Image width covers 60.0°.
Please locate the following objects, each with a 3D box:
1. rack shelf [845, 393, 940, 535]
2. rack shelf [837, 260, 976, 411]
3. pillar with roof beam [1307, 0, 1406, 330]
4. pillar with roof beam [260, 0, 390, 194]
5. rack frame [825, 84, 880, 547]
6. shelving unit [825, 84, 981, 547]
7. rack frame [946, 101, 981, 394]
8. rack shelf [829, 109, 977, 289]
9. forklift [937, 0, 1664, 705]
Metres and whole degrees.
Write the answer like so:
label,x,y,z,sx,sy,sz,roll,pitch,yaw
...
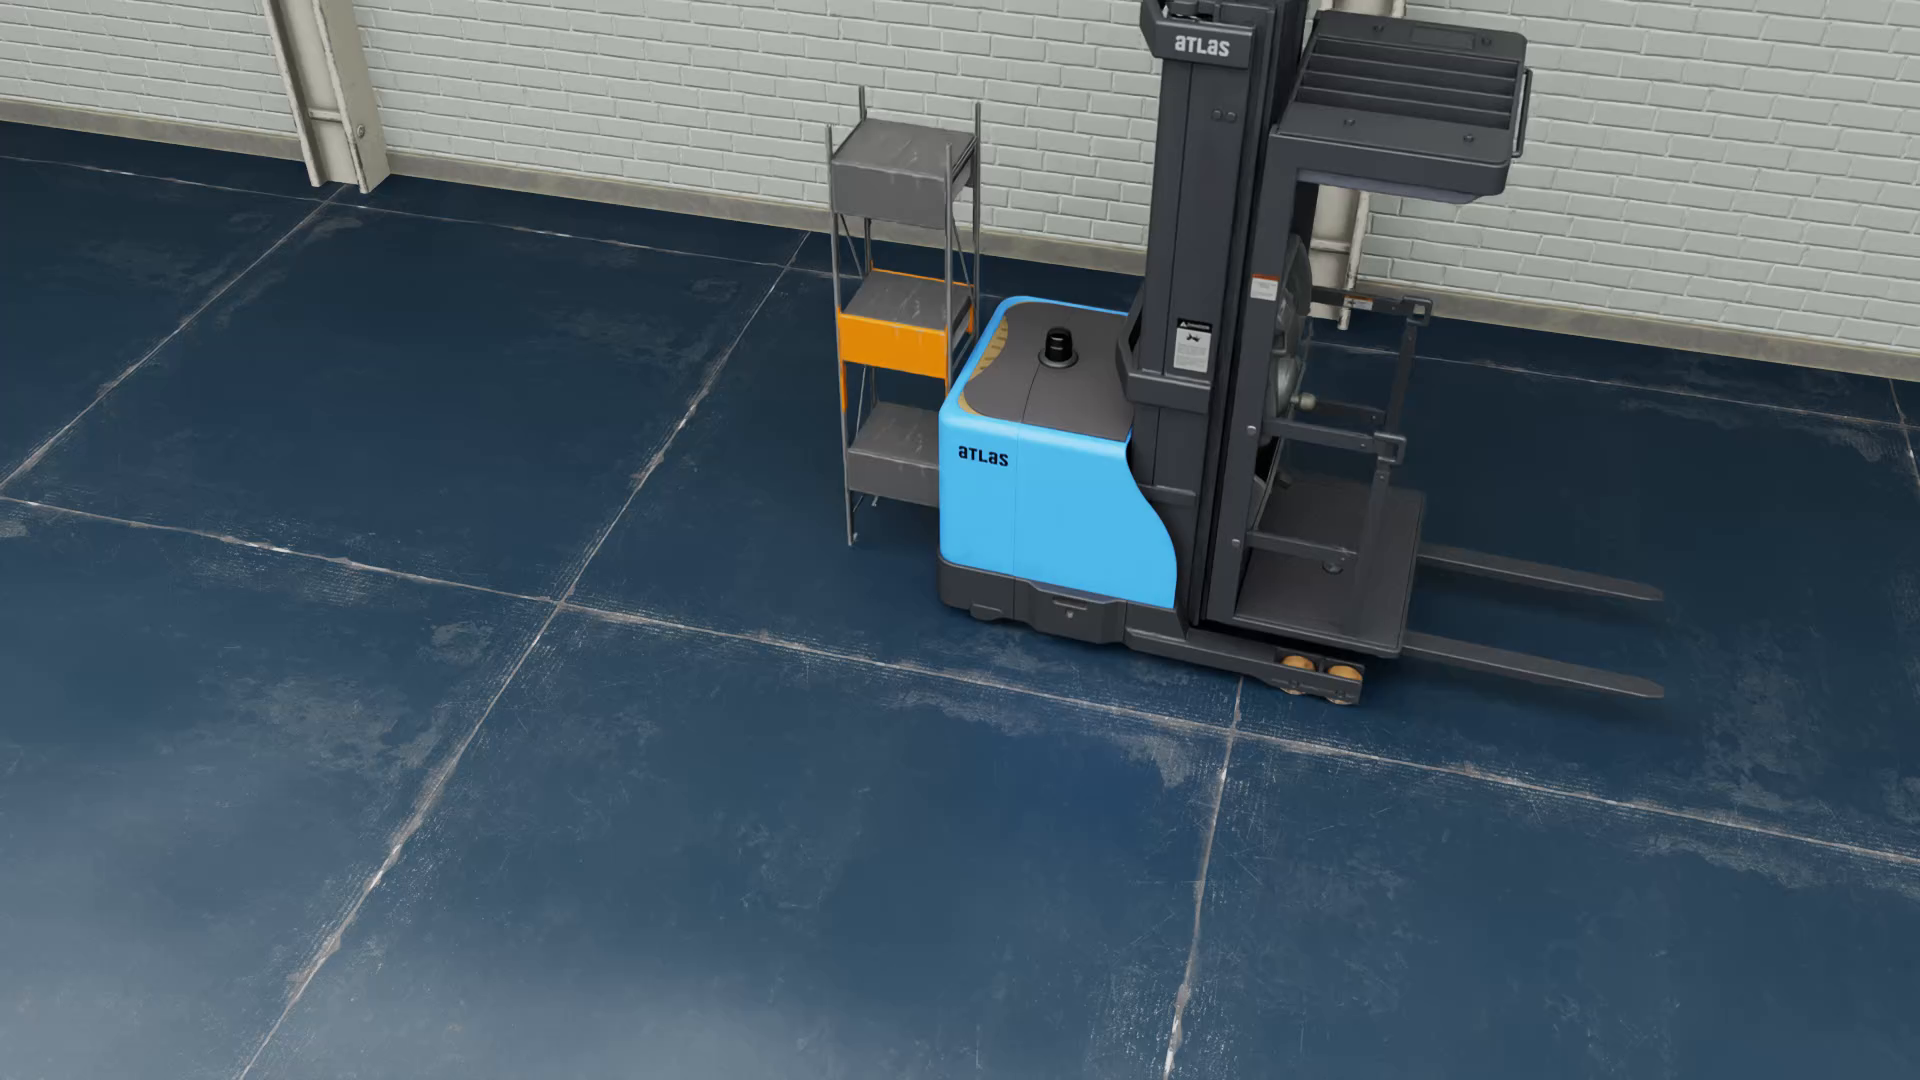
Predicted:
label,x,y,z,sx,sy,sz,roll,pitch,yaw
rack shelf,-0.217,-0.302,7.586,0.480,0.518,0.431,12,41,14
rack shelf,-0.217,-0.838,7.136,0.480,0.518,0.431,12,41,14
pillar with roof beam,0.862,-2.049,3.193,0.400,9.000,9.100,10,41,11
pillar with roof beam,-4.935,-3.047,4.381,0.400,9.000,9.100,10,41,11
rack frame,-0.450,-0.897,7.185,0.015,2.100,0.400,12,41,14
shelving unit,-0.217,-0.848,7.127,0.503,2.100,0.431,12,41,14
rack frame,0.015,-0.800,7.070,0.015,2.100,0.400,12,41,14
rack shelf,-0.217,-1.374,6.686,0.480,0.518,0.431,12,41,14
forklift,1.474,-0.821,6.448,3.031,2.935,1.130,12,41,13
